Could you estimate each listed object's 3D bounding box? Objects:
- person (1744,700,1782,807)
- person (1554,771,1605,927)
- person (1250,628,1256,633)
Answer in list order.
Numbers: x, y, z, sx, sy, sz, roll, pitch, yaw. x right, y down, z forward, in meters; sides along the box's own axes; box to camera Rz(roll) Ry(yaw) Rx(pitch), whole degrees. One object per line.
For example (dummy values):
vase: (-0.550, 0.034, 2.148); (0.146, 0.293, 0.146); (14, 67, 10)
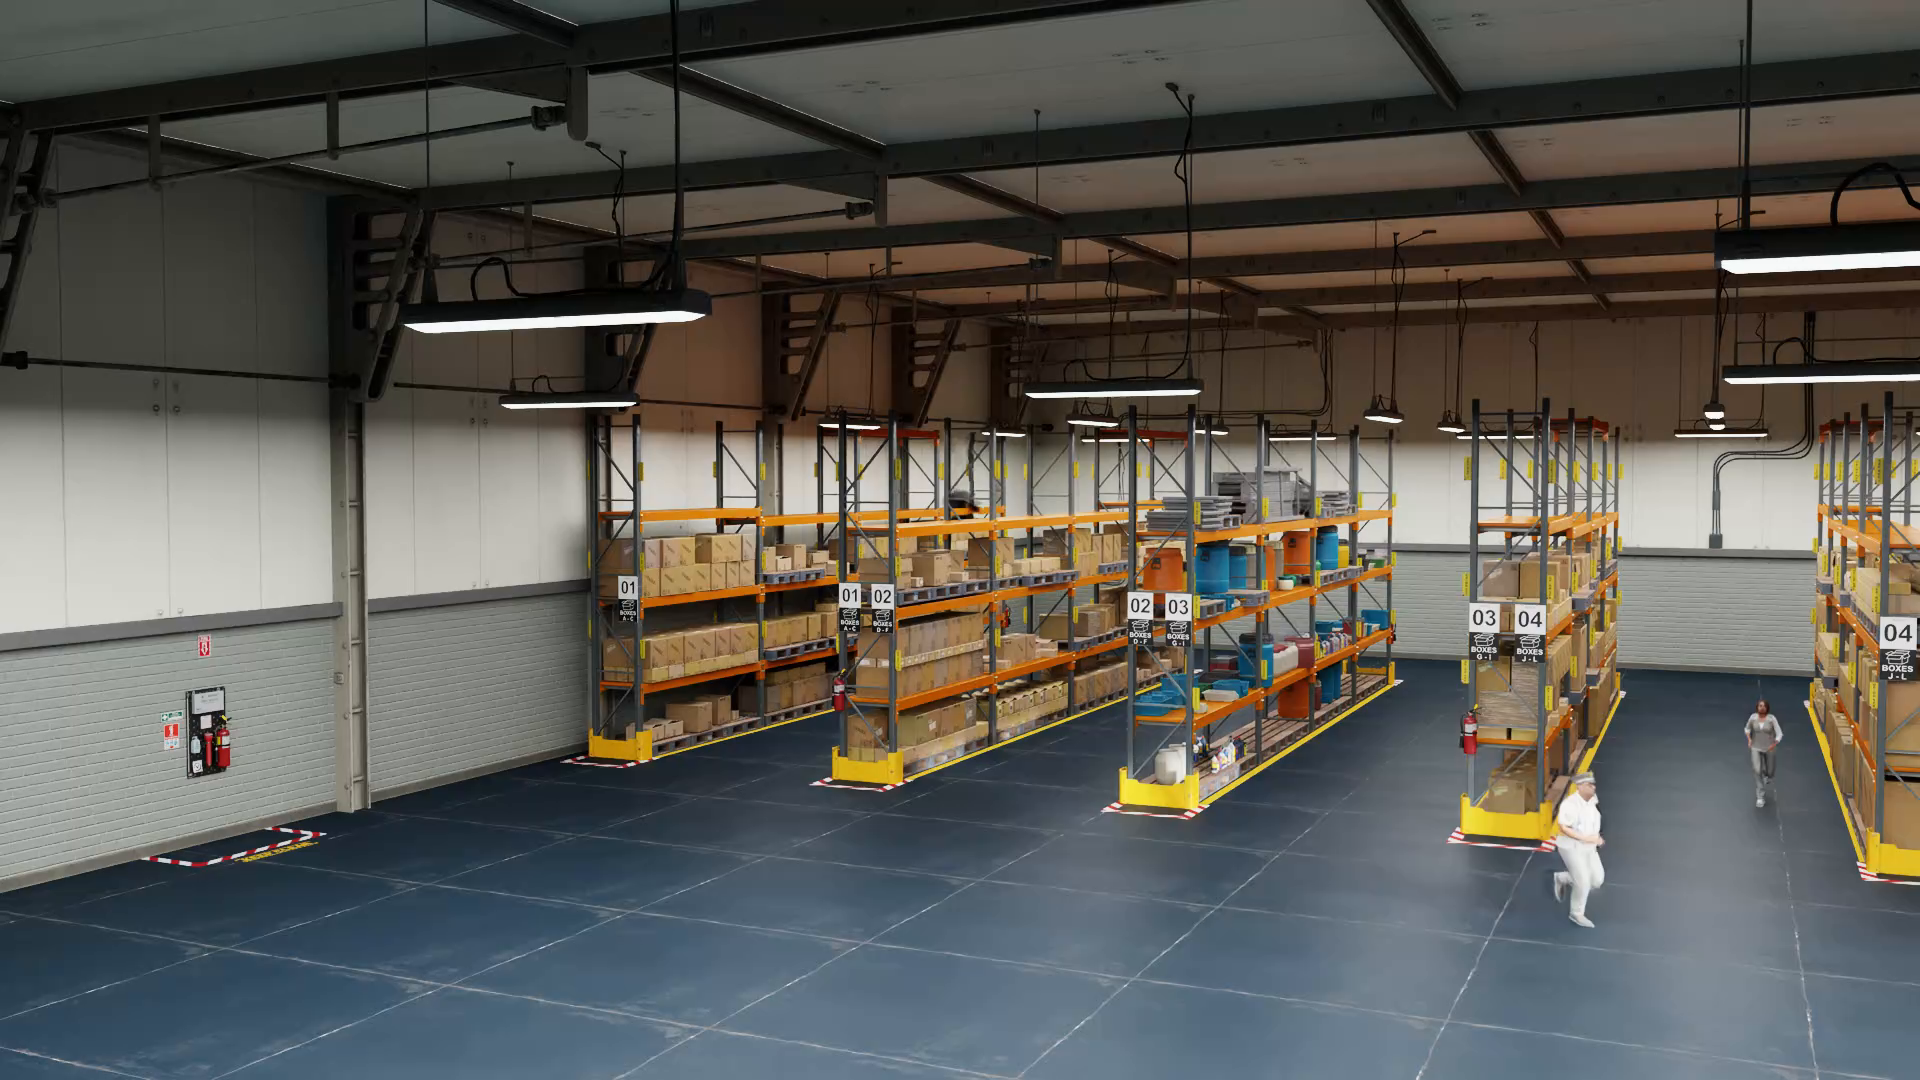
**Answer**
person: (12.166, 3.205, 25.194); (0.519, 1.580, 0.925); (1, 3, 25)
person: (6.868, 3.397, 18.406); (0.703, 1.739, 0.700); (-2, 3, -35)
person: (6.422, 2.715, 36.245); (0.600, 1.637, 0.761); (1, 3, 26)
